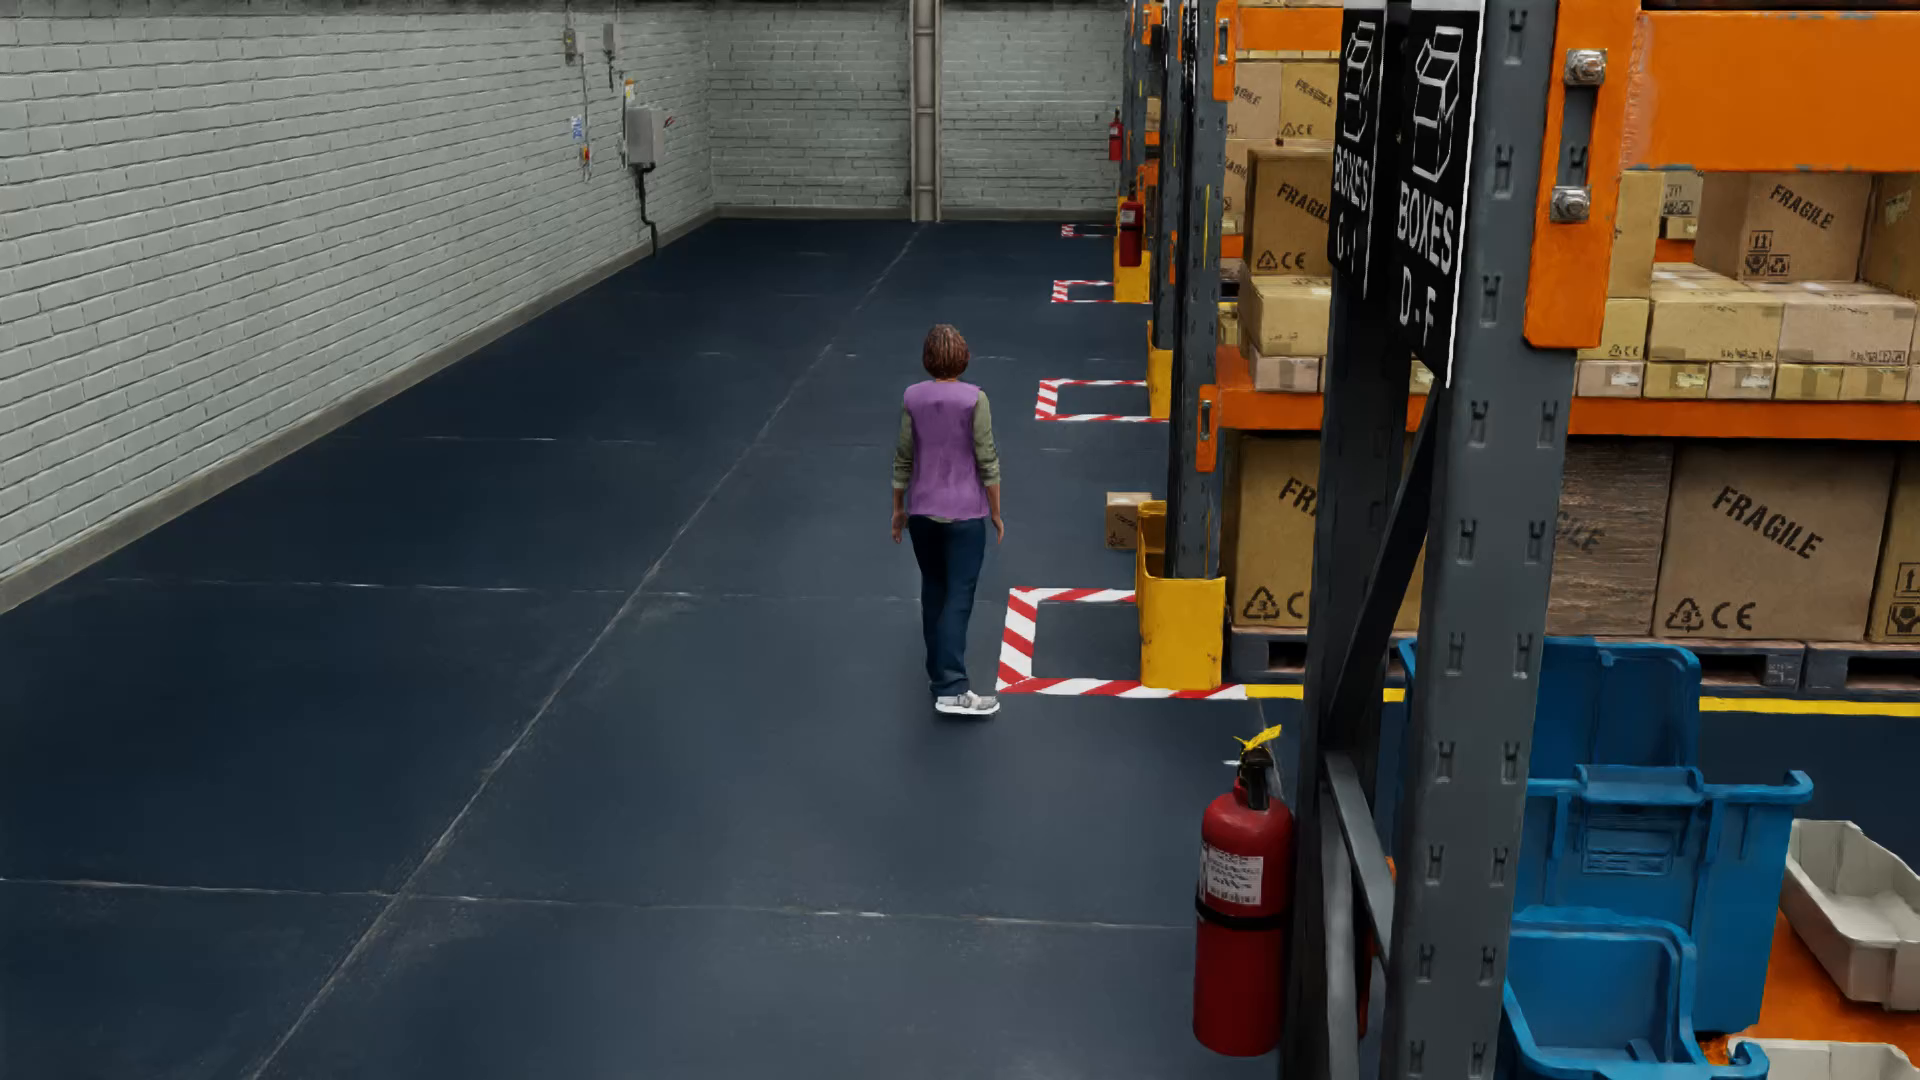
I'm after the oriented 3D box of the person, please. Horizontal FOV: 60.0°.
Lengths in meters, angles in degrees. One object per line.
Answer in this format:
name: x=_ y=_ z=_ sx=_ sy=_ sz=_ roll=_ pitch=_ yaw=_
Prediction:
person: x=-0.047 y=-0.078 z=6.849 sx=0.523 sy=1.583 sz=0.490 roll=7 pitch=19 yaw=21
